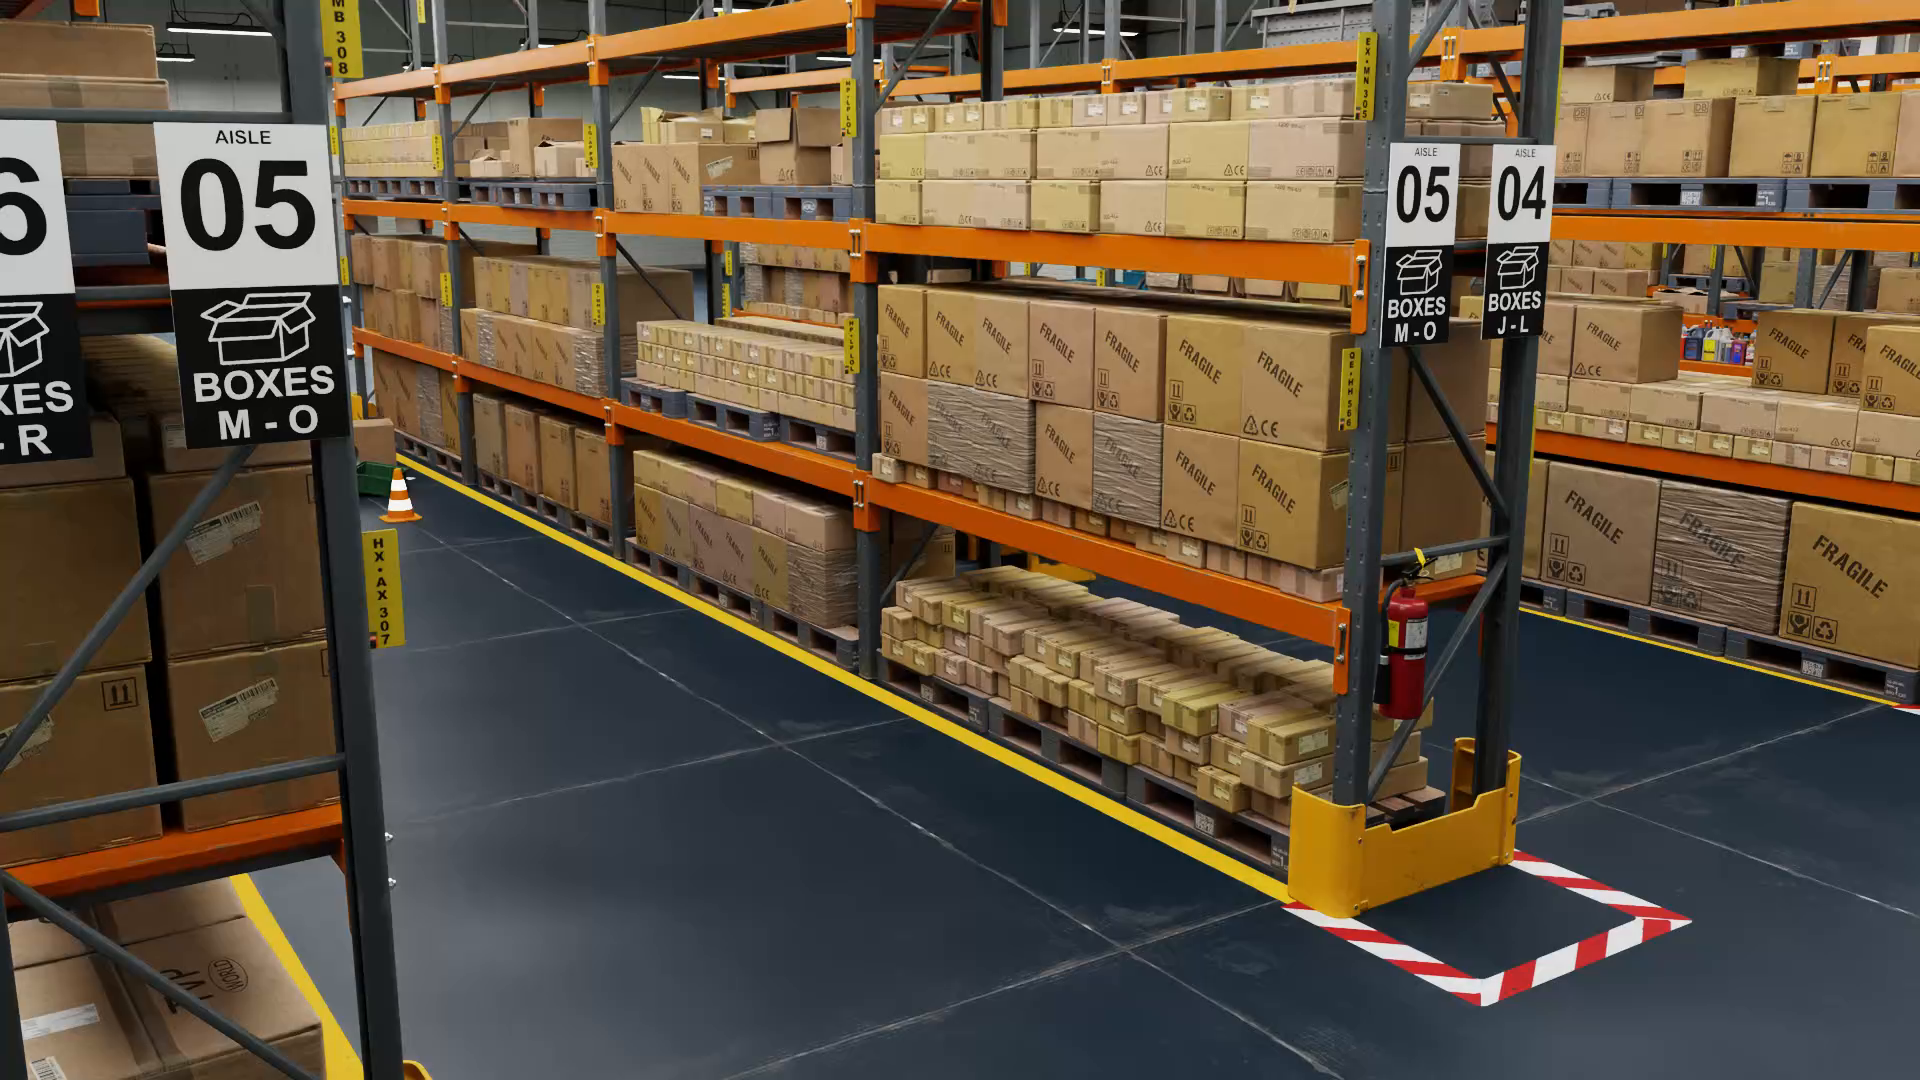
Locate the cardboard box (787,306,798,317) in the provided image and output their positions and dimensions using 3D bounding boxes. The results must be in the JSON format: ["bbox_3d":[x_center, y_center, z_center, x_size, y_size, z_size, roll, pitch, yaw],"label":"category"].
[{"bbox_3d":[-1.991,-2.935,21.350,0.380,0.149,0.250,-8,15,-33],"label":"cardboard box"}]

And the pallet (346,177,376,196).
[{"bbox_3d":[-6.414,-4.080,19.186,1.003,0.211,1.213,-8,15,-33],"label":"pallet"}]

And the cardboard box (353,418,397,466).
[{"bbox_3d":[-6.332,-1.012,17.815,0.500,0.500,0.500,-5,13,-23],"label":"cardboard box"}]

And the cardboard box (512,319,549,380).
[{"bbox_3d":[-3.714,-1.732,15.026,0.500,0.500,0.500,-8,15,-32],"label":"cardboard box"}]

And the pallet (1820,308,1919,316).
[{"bbox_3d":[11.114,-2.668,19.991,1.003,0.211,1.213,-8,15,-33],"label":"pallet"}]

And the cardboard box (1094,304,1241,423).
[{"bbox_3d":[0.994,-0.860,8.000,0.500,0.500,0.500,-7,14,-30],"label":"cardboard box"}]

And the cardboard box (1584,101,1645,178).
[{"bbox_3d":[4.778,-2.764,11.507,0.700,0.500,0.500,-7,14,-30],"label":"cardboard box"}]

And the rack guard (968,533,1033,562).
[{"bbox_3d":[0.339,0.021,13.680,0.587,0.250,0.087,-6,14,-26],"label":"rack guard"}]

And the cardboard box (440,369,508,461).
[{"bbox_3d":[-4.908,-1.365,17.573,0.875,0.875,0.875,-8,15,-32],"label":"cardboard box"}]

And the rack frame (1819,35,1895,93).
[{"bbox_3d":[8.123,-4.741,14.977,1.000,3.000,0.127,-8,15,-33],"label":"rack frame"}]

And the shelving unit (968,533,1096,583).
[{"bbox_3d":[0.563,-0.494,13.112,0.587,1.500,1.083,-6,14,-26],"label":"shelving unit"}]

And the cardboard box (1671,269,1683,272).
[{"bbox_3d":[11.857,-4.451,27.999,0.500,0.250,0.500,-8,15,-32],"label":"cardboard box"}]

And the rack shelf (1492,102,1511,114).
[{"bbox_3d":[8.925,-5.847,22.655,1.077,0.370,4.000,-8,15,-33],"label":"rack shelf"}]

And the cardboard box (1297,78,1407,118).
[{"bbox_3d":[1.602,-1.799,6.793,0.380,0.149,0.250,-8,15,-33],"label":"cardboard box"}]

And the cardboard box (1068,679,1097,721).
[{"bbox_3d":[0.788,0.808,8.639,0.380,0.149,0.250,-7,14,-30],"label":"cardboard box"}]

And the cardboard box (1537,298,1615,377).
[{"bbox_3d":[4.319,-1.458,11.909,0.500,0.500,0.500,-8,15,-33],"label":"cardboard box"}]

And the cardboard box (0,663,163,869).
[{"bbox_3d":[-2.521,0.557,4.559,0.500,0.500,0.500,-8,15,-32],"label":"cardboard box"}]

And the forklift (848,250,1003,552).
[{"bbox_3d":[-0.318,-1.592,14.782,1.130,2.935,3.031,-6,14,-26],"label":"forklift"}]

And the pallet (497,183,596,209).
[{"bbox_3d":[-3.424,-3.046,14.691,1.003,0.211,1.213,-7,14,-30],"label":"pallet"}]

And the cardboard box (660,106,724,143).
[{"bbox_3d":[-1.947,-3.017,12.092,0.396,0.266,0.258,-8,15,-33],"label":"cardboard box"}]

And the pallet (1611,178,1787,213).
[{"bbox_3d":[5.117,-2.283,10.964,1.003,0.211,1.213,-8,15,-33],"label":"pallet"}]

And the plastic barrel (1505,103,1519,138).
[{"bbox_3d":[6.219,-4.301,17.997,0.600,0.830,0.708,-8,15,-33],"label":"plastic barrel"}]

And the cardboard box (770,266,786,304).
[{"bbox_3d":[-1.990,-3.377,21.850,0.875,0.500,0.500,-8,15,-33],"label":"cardboard box"}]

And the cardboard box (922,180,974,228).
[{"bbox_3d":[0.137,-1.845,9.109,0.500,0.250,0.500,-8,15,-34],"label":"cardboard box"}]

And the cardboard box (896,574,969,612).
[{"bbox_3d":[-0.167,0.328,10.139,0.380,0.149,0.250,-7,14,-30],"label":"cardboard box"}]

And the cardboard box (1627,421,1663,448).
[{"bbox_3d":[4.752,-0.732,11.277,0.380,0.149,0.250,-9,15,-34],"label":"cardboard box"}]

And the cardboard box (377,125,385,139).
[{"bbox_3d":[-6.068,-4.407,17.974,0.380,0.149,0.250,-8,15,-32],"label":"cardboard box"}]

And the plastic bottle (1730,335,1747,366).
[{"bbox_3d":[7.470,-1.821,15.940,0.061,0.283,0.133,-8,15,-33],"label":"plastic bottle"}]

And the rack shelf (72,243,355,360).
[{"bbox_3d":[-3.142,-0.809,5.704,1.077,0.370,4.000,-8,15,-33],"label":"rack shelf"}]

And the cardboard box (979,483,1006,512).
[{"bbox_3d":[0.327,-0.263,9.131,0.380,0.149,0.250,-8,15,-32],"label":"cardboard box"}]

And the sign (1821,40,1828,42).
[{"bbox_3d":[7.664,-4.574,14.704,0.100,0.325,0.005,-8,15,-33],"label":"sign"}]

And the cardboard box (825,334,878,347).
[{"bbox_3d":[-0.738,-1.382,11.874,0.380,0.149,0.250,-7,14,-31],"label":"cardboard box"}]

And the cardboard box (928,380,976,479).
[{"bbox_3d":[0.160,-0.644,9.355,0.500,0.500,0.500,-8,15,-33],"label":"cardboard box"}]

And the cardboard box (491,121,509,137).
[{"bbox_3d":[-4.536,-4.169,16.887,0.380,0.149,0.250,-8,15,-32],"label":"cardboard box"}]

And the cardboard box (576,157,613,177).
[{"bbox_3d":[-2.916,-3.052,13.605,0.380,0.166,0.250,-8,15,-33],"label":"cardboard box"}]

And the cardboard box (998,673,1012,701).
[{"bbox_3d":[0.438,0.804,9.355,0.380,0.149,0.250,-9,15,-35],"label":"cardboard box"}]

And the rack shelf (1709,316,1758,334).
[{"bbox_3d":[11.141,-2.400,20.000,1.077,0.370,4.000,-8,15,-33],"label":"rack shelf"}]

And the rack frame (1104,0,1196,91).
[{"bbox_3d":[1.784,-4.866,15.550,1.000,3.000,0.127,-8,15,-33],"label":"rack frame"}]

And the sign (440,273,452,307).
[{"bbox_3d":[-5.079,-2.473,16.439,0.100,0.325,0.005,-8,15,-33],"label":"sign"}]

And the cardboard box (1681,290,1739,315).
[{"bbox_3d":[9.868,-3.134,21.878,0.500,0.311,0.500,-7,14,-29],"label":"cardboard box"}]

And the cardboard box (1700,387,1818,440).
[{"bbox_3d":[5.164,-0.820,10.746,0.500,0.250,0.500,-9,15,-35],"label":"cardboard box"}]

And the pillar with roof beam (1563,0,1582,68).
[{"bbox_3d":[7.246,-7.516,27.668,9.100,9.000,0.548,-8,15,-33],"label":"pillar with roof beam"}]

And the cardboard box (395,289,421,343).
[{"bbox_3d":[-5.734,-2.503,18.433,0.875,0.550,0.500,-8,15,-33],"label":"cardboard box"}]

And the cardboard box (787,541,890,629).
[{"bbox_3d":[-0.805,0.259,11.023,0.500,0.500,0.500,-8,15,-34],"label":"cardboard box"}]

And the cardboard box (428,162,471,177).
[{"bbox_3d":[-5.085,-3.701,16.615,0.380,0.149,0.250,-8,15,-33],"label":"cardboard box"}]

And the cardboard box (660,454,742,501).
[{"bbox_3d":[-1.940,-0.475,12.626,0.500,0.250,0.500,-8,15,-33],"label":"cardboard box"}]

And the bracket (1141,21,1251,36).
[{"bbox_3d":[5.543,-11.344,36.747,0.076,0.066,4.783,-8,15,-33],"label":"bracket"}]

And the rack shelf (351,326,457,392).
[{"bbox_3d":[-5.726,-2.082,18.545,1.077,0.370,4.000,-8,15,-33],"label":"rack shelf"}]

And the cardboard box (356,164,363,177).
[{"bbox_3d":[-6.630,-4.197,18.882,0.380,0.149,0.250,-8,15,-33],"label":"cardboard box"}]

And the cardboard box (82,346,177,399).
[{"bbox_3d":[-3.010,-0.611,6.043,0.380,0.149,0.250,-8,15,-33],"label":"cardboard box"}]

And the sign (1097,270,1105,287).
[{"bbox_3d":[1.337,-2.396,15.774,0.100,0.325,0.005,-8,15,-33],"label":"sign"}]

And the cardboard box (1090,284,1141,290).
[{"bbox_3d":[1.451,-2.281,16.553,0.500,0.500,0.500,-10,16,-40],"label":"cardboard box"}]

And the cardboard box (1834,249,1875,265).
[{"bbox_3d":[13.554,-4.137,24.993,0.700,0.500,0.500,-10,16,-38],"label":"cardboard box"}]

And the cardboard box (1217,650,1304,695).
[{"bbox_3d":[1.532,0.691,8.478,0.380,0.149,0.250,-9,15,-36],"label":"cardboard box"}]

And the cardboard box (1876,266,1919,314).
[{"bbox_3d":[11.219,-2.957,19.644,0.500,0.500,0.700,11,16,41],"label":"cardboard box"}]

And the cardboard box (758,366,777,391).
[{"bbox_3d":[-1.150,-1.116,11.351,0.380,0.149,0.250,-9,15,-36],"label":"cardboard box"}]

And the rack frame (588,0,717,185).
[{"bbox_3d":[-2.401,-4.297,12.947,1.000,3.000,0.127,-8,15,-33],"label":"rack frame"}]

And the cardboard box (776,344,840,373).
[{"bbox_3d":[-1.007,-1.217,11.117,0.380,0.149,0.250,-8,15,-33],"label":"cardboard box"}]

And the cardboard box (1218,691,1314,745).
[{"bbox_3d":[1.436,0.838,7.807,0.380,0.149,0.250,-8,15,-32],"label":"cardboard box"}]

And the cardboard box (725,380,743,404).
[{"bbox_3d":[-1.442,-1.063,11.807,0.380,0.149,0.250,-9,15,-35],"label":"cardboard box"}]
